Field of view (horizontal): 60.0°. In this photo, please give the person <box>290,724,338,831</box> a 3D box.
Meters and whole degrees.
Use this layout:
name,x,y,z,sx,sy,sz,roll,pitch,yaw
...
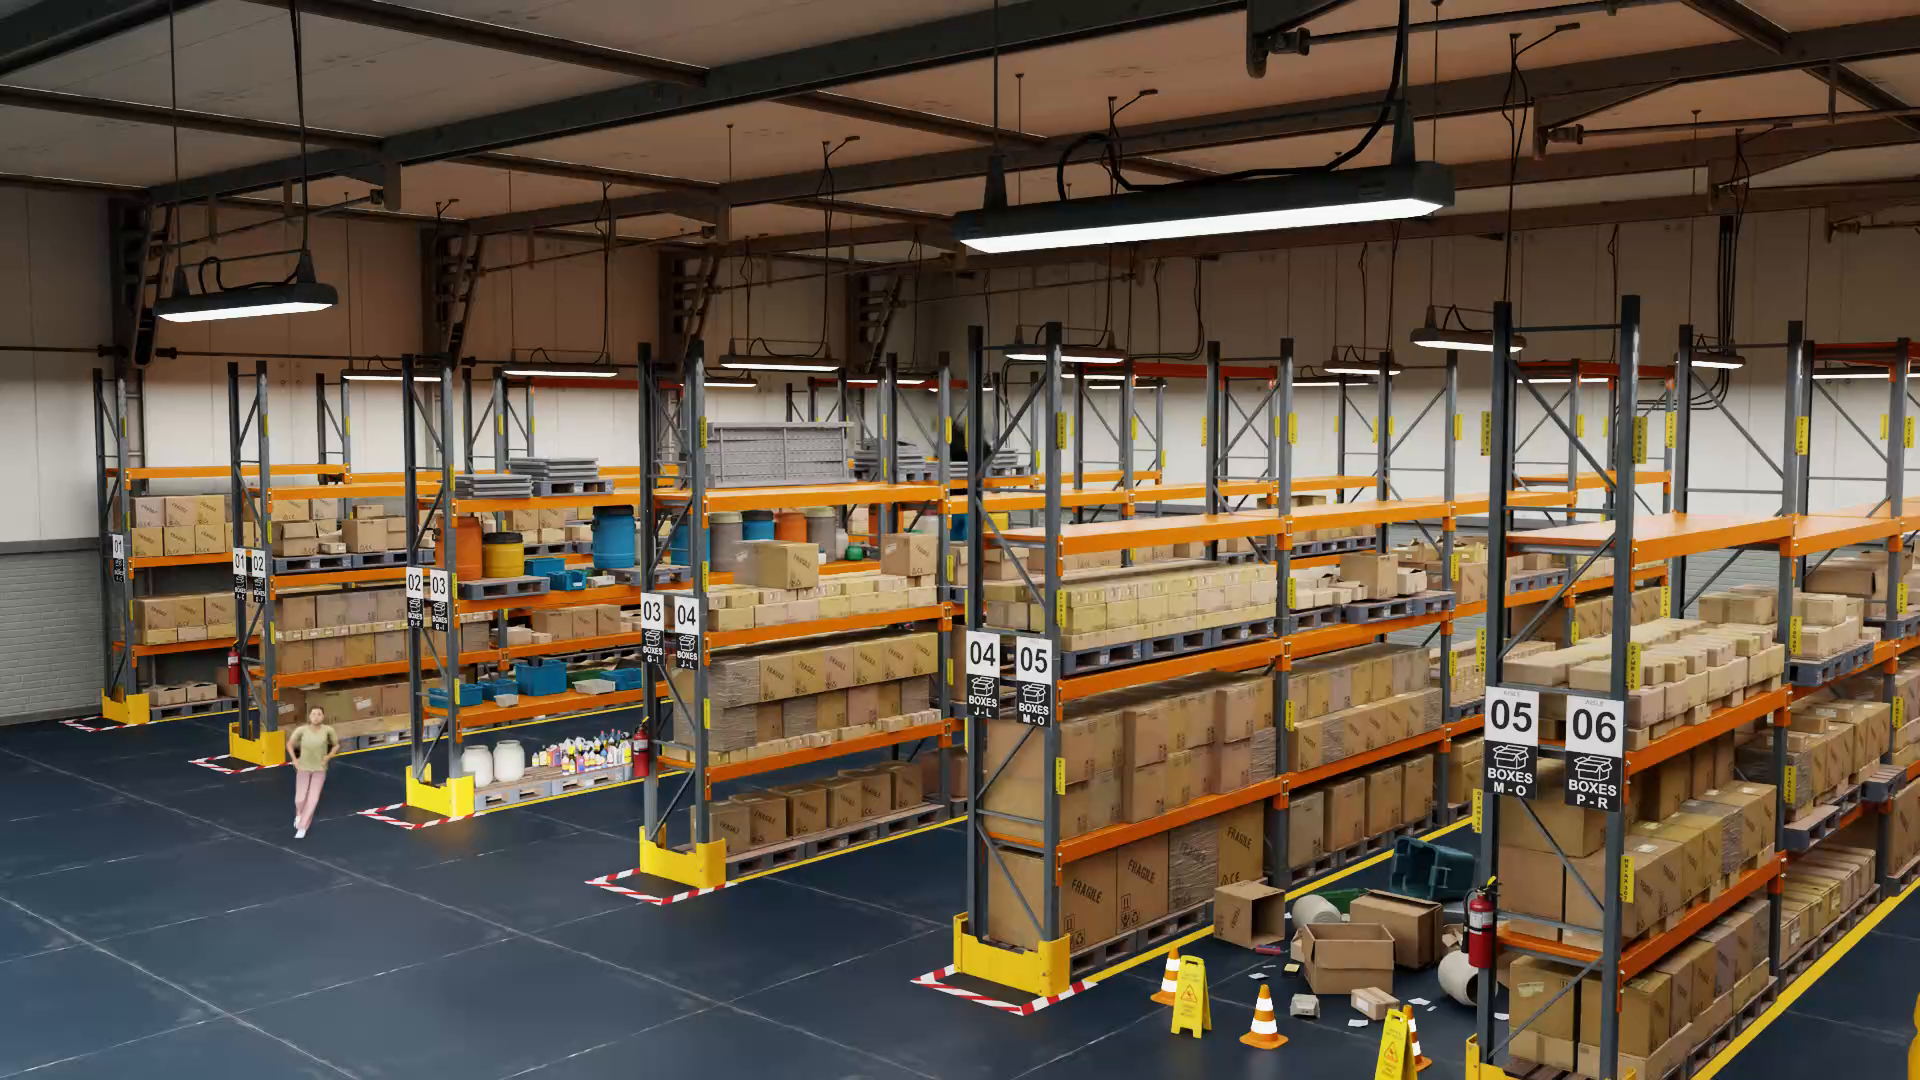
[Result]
name,x,y,z,sx,sy,sz,roll,pitch,yaw
person,-7.991,2.935,20.621,0.554,1.326,0.481,-2,5,-24
